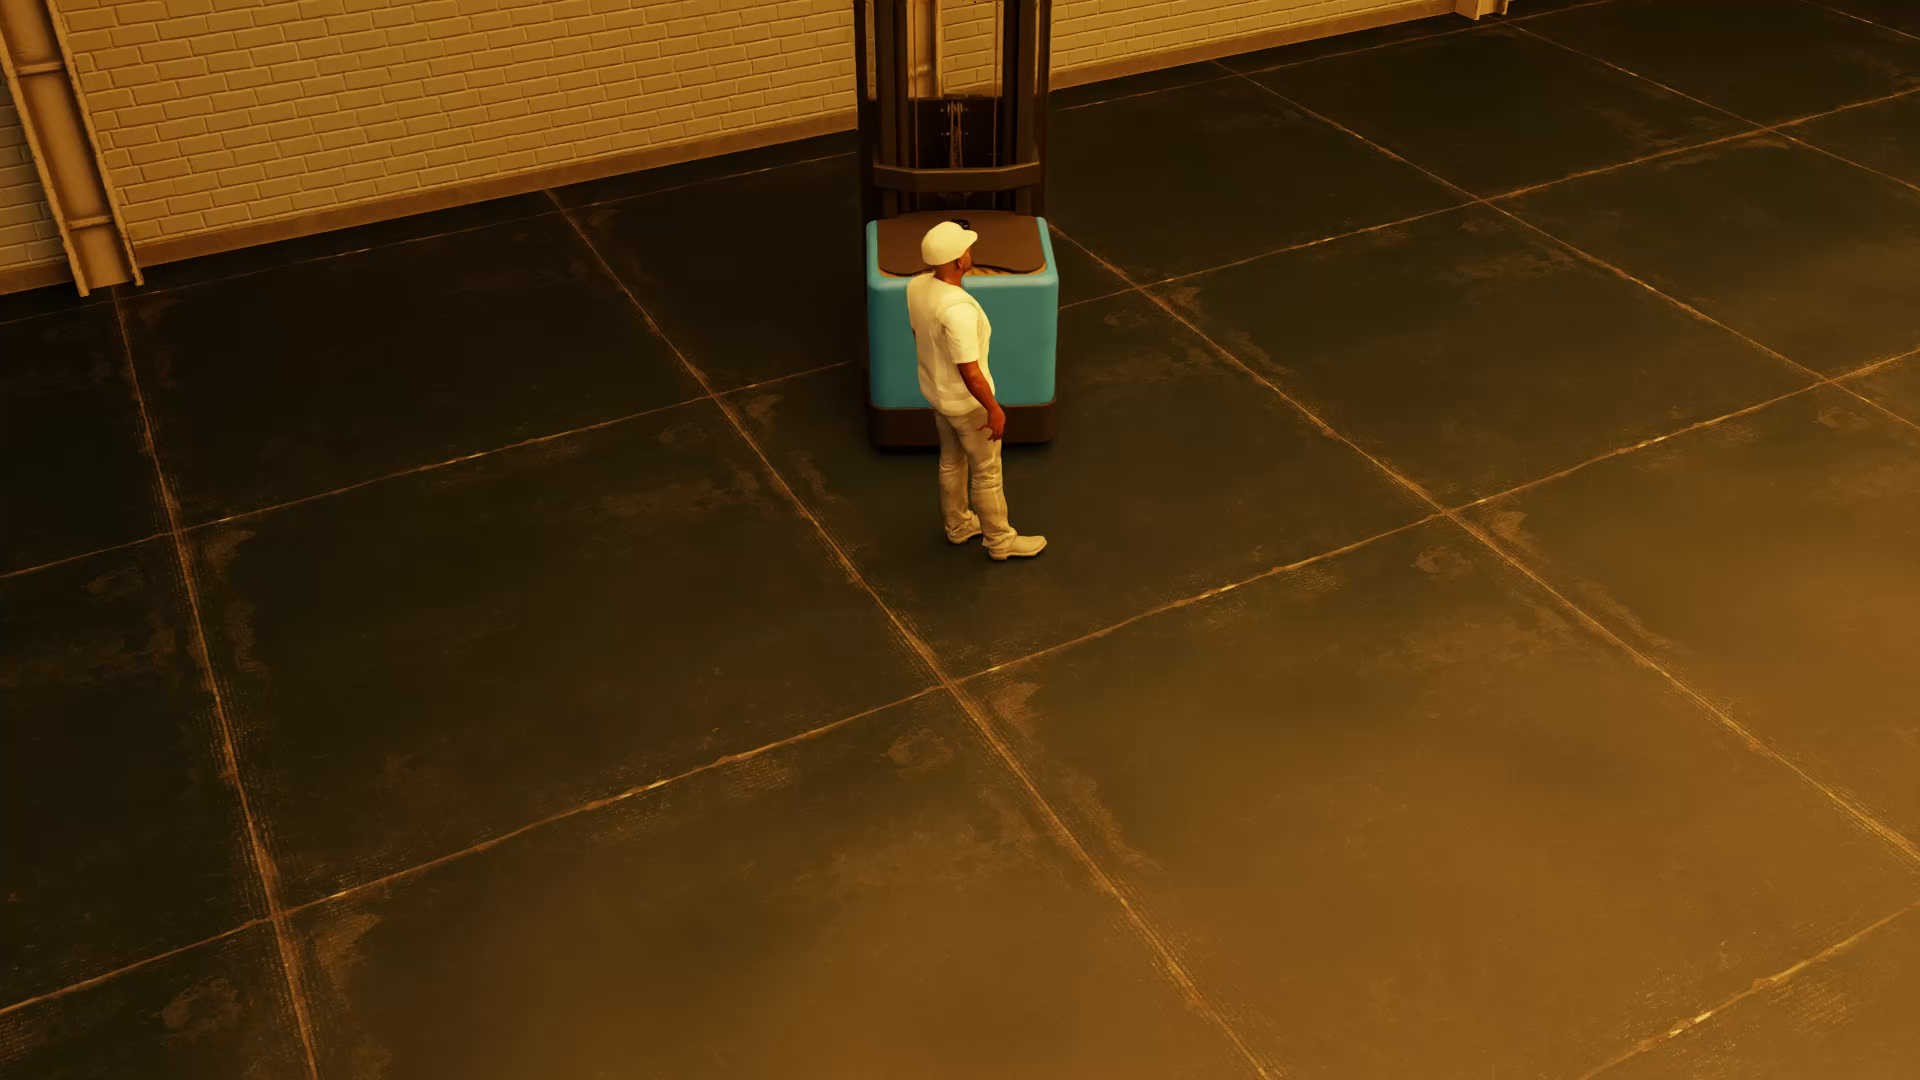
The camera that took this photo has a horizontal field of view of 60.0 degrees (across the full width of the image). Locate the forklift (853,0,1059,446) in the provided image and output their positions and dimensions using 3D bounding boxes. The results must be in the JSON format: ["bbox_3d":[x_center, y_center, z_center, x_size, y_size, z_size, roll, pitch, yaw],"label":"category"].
[{"bbox_3d":[-0.055,-2.545,9.723,1.130,2.935,3.031,-2,35,-2],"label":"forklift"}]

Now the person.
[{"bbox_3d":[0.065,-0.744,8.172,0.574,1.769,0.665,-17,39,-23],"label":"person"}]
